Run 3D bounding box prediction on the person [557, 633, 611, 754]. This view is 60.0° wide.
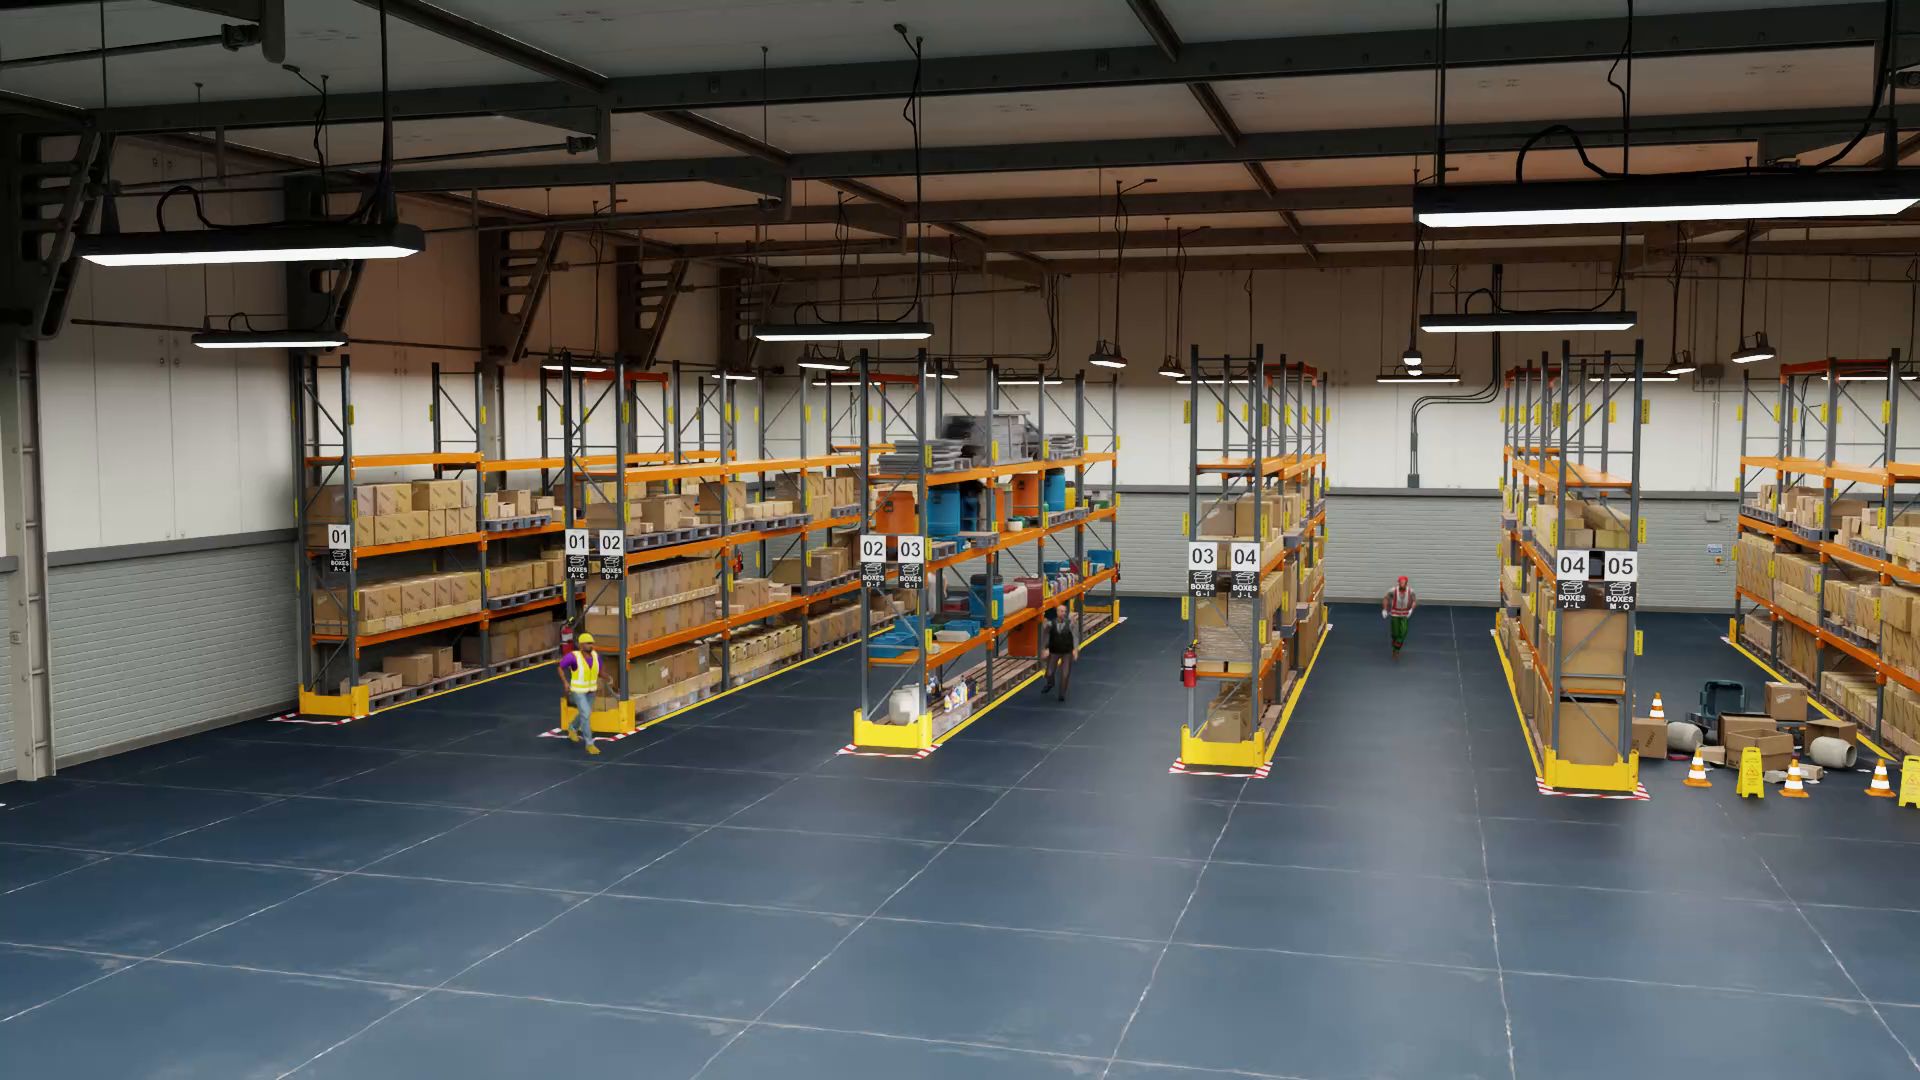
[{"bbox_3d":[-5.641,2.260,24.830,0.969,1.762,0.668,4,6,42],"label":"person"}]

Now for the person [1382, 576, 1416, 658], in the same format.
[{"bbox_3d":[9.096,1.545,34.383,0.654,1.659,0.650,0,4,-2],"label":"person"}]

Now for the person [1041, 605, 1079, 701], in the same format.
[{"bbox_3d":[1.757,1.971,29.151,0.692,1.686,0.664,1,4,9],"label":"person"}]

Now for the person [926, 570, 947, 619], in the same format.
[{"bbox_3d":[-0.593,1.319,38.043,0.524,1.691,0.794,1,4,12],"label":"person"}]
